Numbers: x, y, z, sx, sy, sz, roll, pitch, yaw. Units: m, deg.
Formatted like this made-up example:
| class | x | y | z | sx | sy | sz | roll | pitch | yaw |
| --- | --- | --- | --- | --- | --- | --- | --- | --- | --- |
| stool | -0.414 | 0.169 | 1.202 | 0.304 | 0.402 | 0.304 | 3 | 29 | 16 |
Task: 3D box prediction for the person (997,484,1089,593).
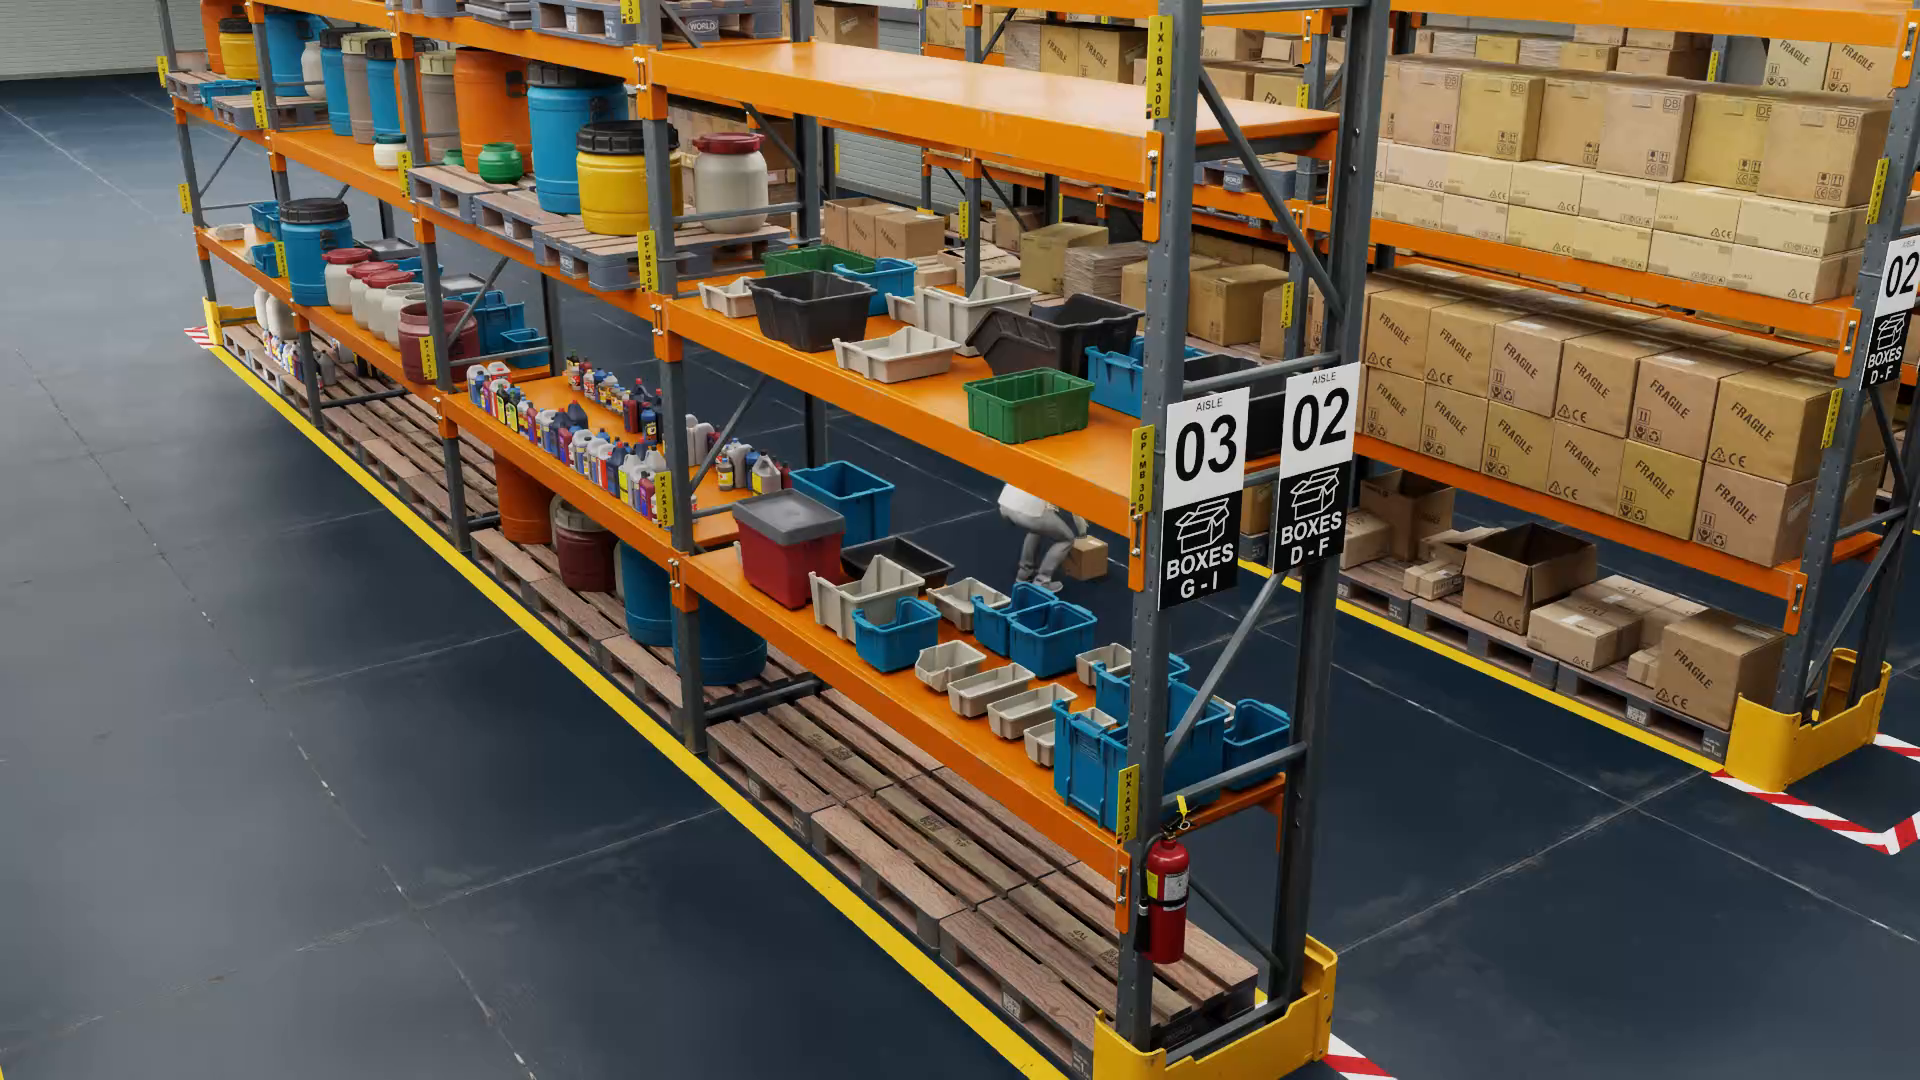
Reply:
| class | x | y | z | sx | sy | sz | roll | pitch | yaw |
| --- | --- | --- | --- | --- | --- | --- | --- | --- | --- |
| person | 0.625 | -0.254 | 12.323 | 0.776 | 1.235 | 0.529 | -15 | 26 | -33 |
